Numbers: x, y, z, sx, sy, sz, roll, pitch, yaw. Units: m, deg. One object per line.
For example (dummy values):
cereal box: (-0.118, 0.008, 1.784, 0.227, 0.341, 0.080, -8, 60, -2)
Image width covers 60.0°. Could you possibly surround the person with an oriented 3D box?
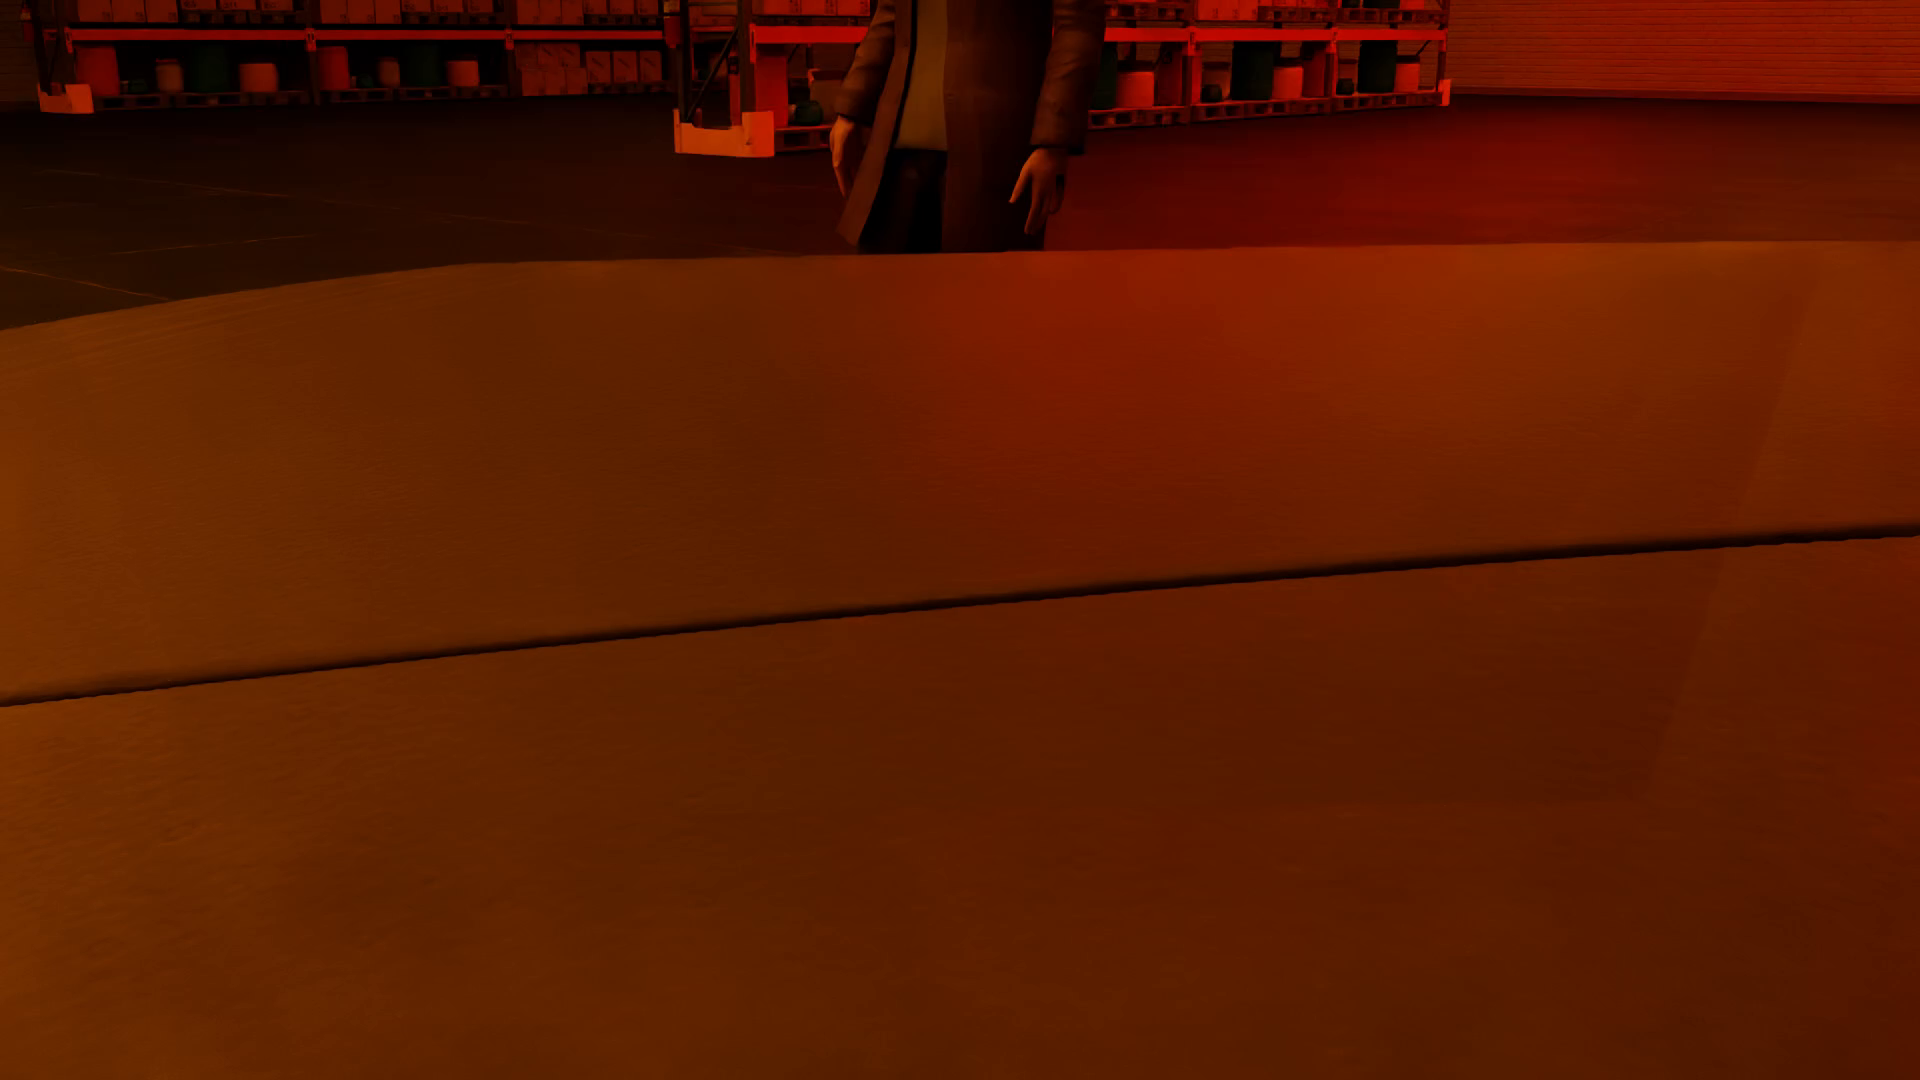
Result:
person: (-0.062, -0.745, 3.644, 0.698, 1.584, 0.578, 13, 21, 37)
